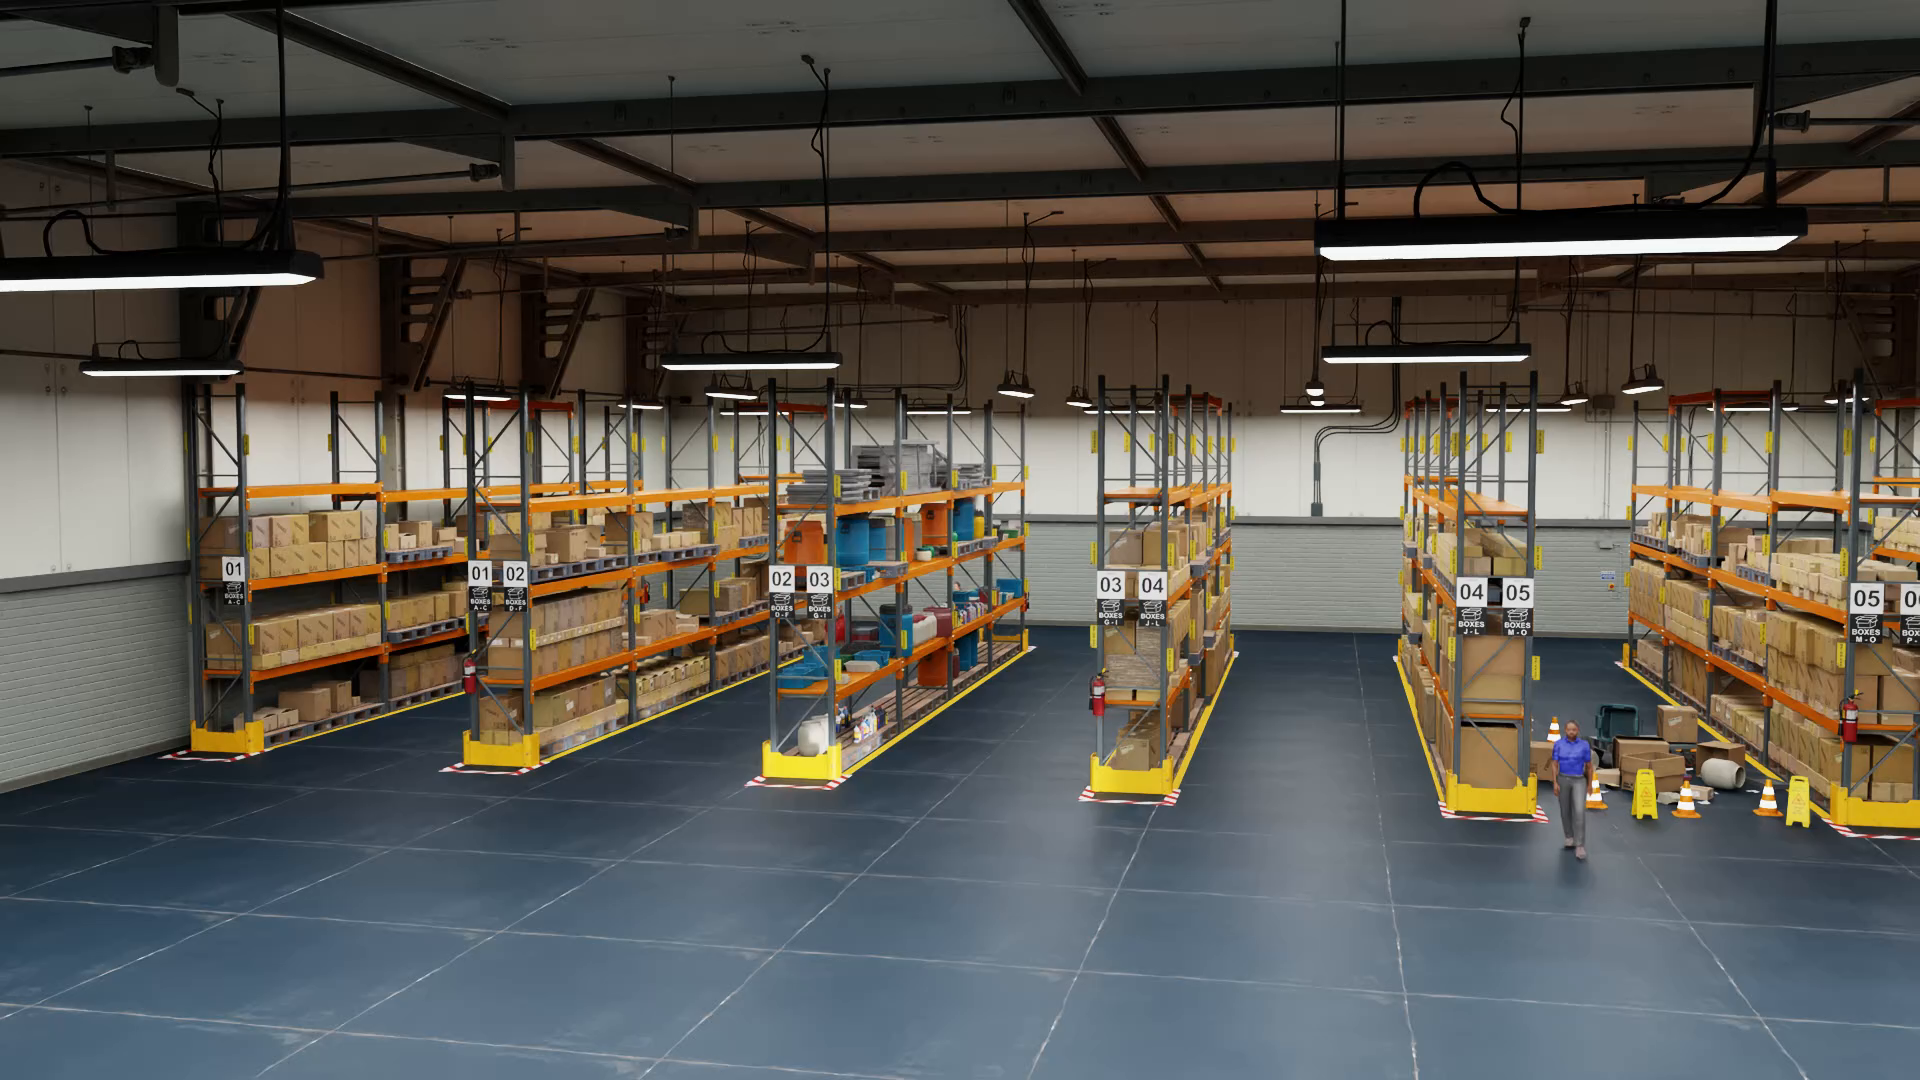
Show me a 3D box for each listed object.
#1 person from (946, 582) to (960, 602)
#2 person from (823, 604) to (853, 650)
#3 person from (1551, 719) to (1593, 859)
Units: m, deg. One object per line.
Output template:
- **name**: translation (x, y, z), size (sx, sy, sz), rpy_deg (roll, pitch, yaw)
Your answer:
- **person**: translation (-0.027, 1.826, 41.786), size (0.590, 1.582, 0.691), rpy_deg (2, 4, 25)
- **person**: translation (-2.492, 2.123, 34.142), size (0.626, 1.621, 0.744), rpy_deg (0, 3, -2)
- **person**: translation (7.486, 3.002, 20.369), size (0.472, 1.619, 0.888), rpy_deg (2, 4, 28)
